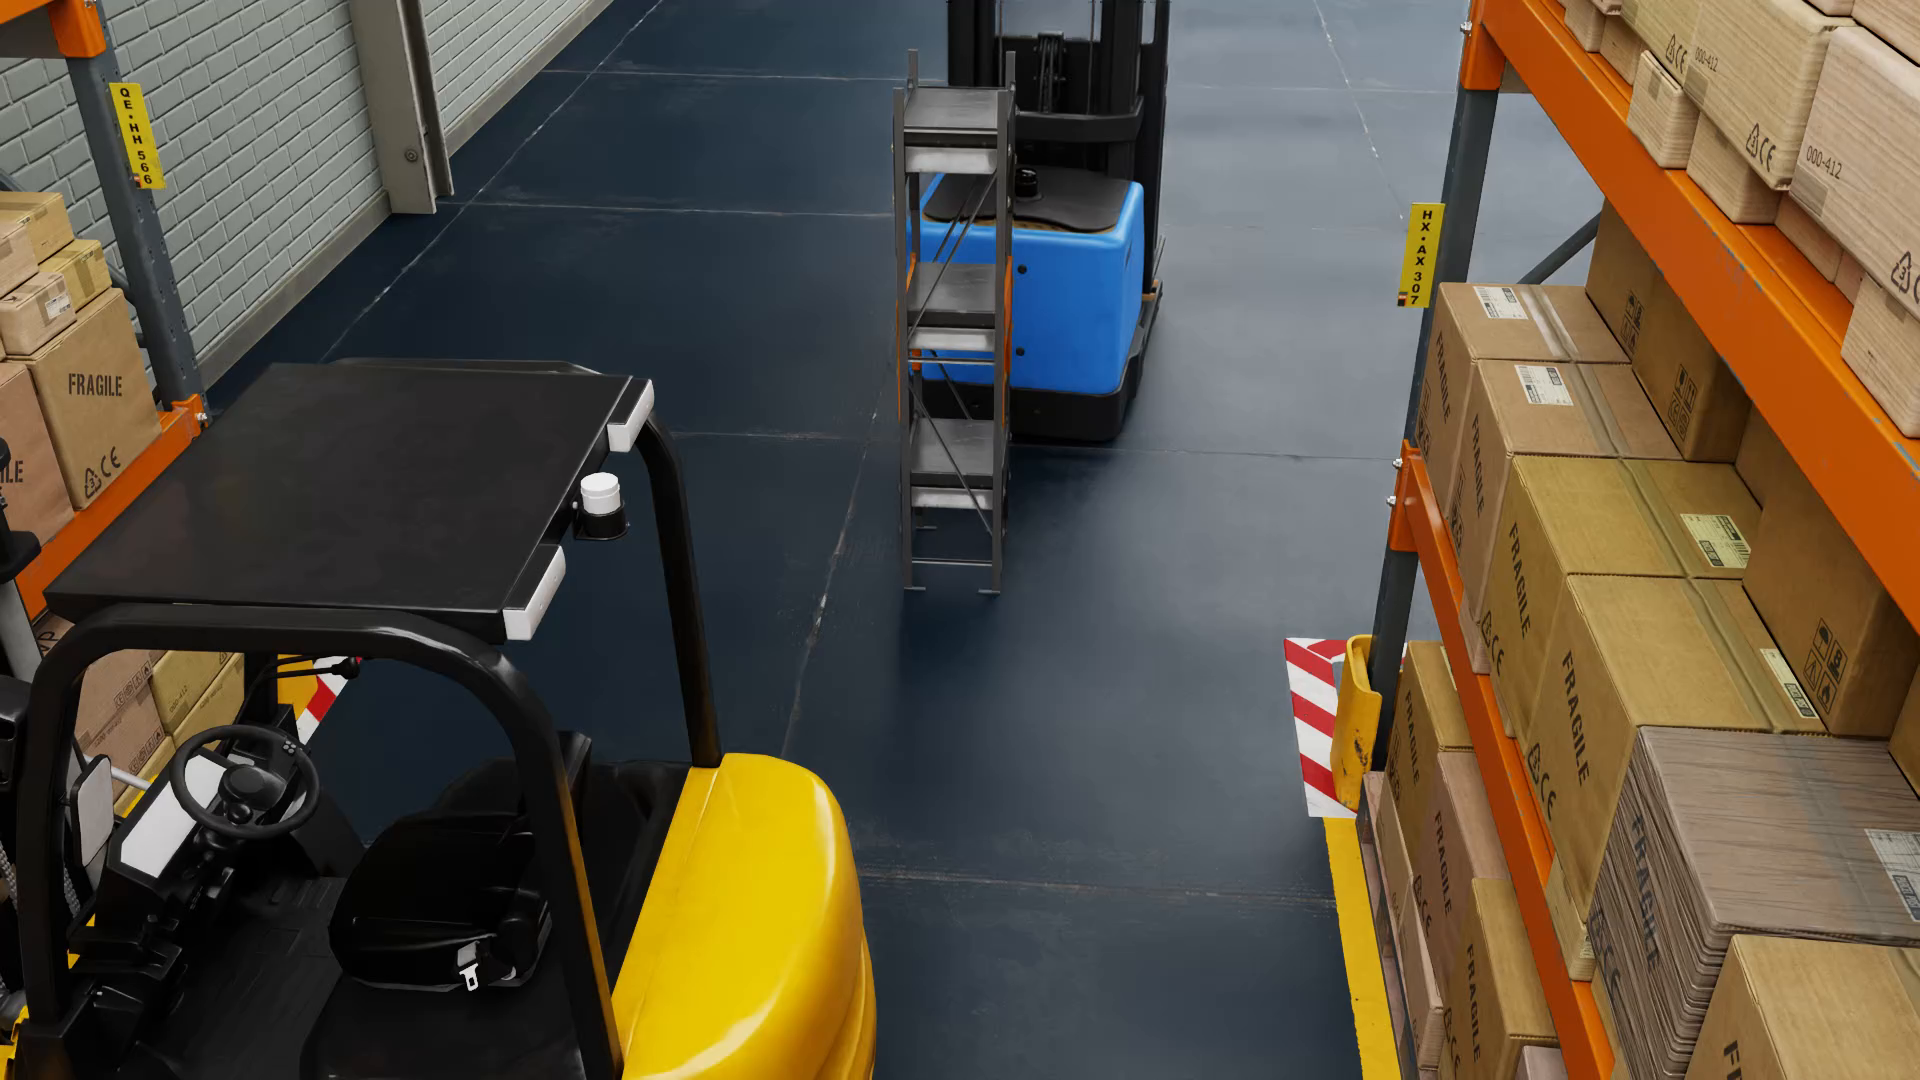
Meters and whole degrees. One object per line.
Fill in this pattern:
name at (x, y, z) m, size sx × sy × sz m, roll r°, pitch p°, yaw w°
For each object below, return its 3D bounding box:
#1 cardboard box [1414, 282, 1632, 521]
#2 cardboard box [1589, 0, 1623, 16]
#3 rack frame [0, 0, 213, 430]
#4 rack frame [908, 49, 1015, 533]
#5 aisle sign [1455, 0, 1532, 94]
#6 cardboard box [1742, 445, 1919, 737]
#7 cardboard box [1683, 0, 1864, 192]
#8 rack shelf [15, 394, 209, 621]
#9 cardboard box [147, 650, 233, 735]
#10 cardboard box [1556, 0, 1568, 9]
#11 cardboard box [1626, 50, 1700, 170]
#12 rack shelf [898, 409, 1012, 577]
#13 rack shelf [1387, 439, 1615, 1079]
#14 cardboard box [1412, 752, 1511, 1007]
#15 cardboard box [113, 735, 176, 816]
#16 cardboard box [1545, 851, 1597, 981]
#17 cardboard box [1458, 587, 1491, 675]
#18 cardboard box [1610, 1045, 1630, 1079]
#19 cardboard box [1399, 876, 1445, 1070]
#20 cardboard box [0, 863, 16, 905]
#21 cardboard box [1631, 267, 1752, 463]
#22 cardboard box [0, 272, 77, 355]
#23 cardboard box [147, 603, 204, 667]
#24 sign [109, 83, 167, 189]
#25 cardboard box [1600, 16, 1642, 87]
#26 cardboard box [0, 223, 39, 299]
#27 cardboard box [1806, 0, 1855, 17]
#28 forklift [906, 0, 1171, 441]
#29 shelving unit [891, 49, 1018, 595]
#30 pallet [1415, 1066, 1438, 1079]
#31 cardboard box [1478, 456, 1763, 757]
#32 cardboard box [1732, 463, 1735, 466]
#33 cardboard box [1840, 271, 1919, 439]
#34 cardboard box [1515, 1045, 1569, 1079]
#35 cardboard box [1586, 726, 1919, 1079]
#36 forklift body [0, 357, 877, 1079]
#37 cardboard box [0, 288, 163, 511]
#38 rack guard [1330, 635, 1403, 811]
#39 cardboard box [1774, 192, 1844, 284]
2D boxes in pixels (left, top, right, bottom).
cardboard box at (1.595, -0.384, 4.635) m, size 0.500 × 0.500 × 0.500 m, roll 2°, pitch 32°, yaw 3°
cardboard box at (1.553, -1.276, 3.461) m, size 0.500 × 0.250 × 0.500 m, roll 2°, pitch 32°, yaw 3°
rack frame at (-3.038, -0.661, 5.463) m, size 1.000 × 3.000 × 0.127 m, roll 2°, pitch 32°, yaw 4°
rack frame at (0.006, -0.935, 6.766) m, size 0.400 × 2.100 × 0.015 m, roll 2°, pitch 32°, yaw 4°
aisle sign at (1.606, -1.603, 4.514) m, size 0.394 × 0.787 × 0.004 m, roll 2°, pitch 32°, yaw 4°
cardboard box at (1.919, 0.021, 3.024) m, size 0.700 × 0.500 × 0.500 m, roll 2°, pitch 32°, yaw 4°
cardboard box at (1.474, -0.738, 2.588) m, size 0.500 × 0.250 × 0.500 m, roll 3°, pitch 32°, yaw 5°
rack shelf at (-3.200, 0.692, 3.955) m, size 1.077 × 0.370 × 4.000 m, roll 2°, pitch 32°, yaw 4°
cardboard box at (-2.766, 0.386, 5.508) m, size 0.500 × 0.250 × 0.500 m, roll 2°, pitch 32°, yaw 3°
cardboard box at (1.627, -1.320, 3.913) m, size 0.380 × 0.149 × 0.250 m, roll 1°, pitch 32°, yaw 2°
cardboard box at (1.458, -0.785, 3.045) m, size 0.380 × 0.149 × 0.250 m, roll 3°, pitch 32°, yaw 5°
rack shelf at (-0.013, -0.200, 6.933) m, size 0.431 × 0.518 × 0.480 m, roll 2°, pitch 32°, yaw 4°
rack shelf at (1.747, 0.902, 3.614) m, size 1.077 × 0.370 × 4.000 m, roll 2°, pitch 32°, yaw 4°
cardboard box at (1.529, 0.918, 4.407) m, size 0.500 × 0.500 × 0.500 m, roll 1°, pitch 32°, yaw 2°
cardboard box at (-2.811, 0.850, 5.232) m, size 0.500 × 0.250 × 0.500 m, roll 2°, pitch 32°, yaw 4°
cardboard box at (1.422, 0.767, 3.386) m, size 0.380 × 0.149 × 0.250 m, roll 3°, pitch 32°, yaw 4°
cardboard box at (1.501, 0.224, 4.267) m, size 0.380 × 0.149 × 0.250 m, roll 3°, pitch 32°, yaw 5°
cardboard box at (1.386, 1.036, 2.950) m, size 0.380 × 0.149 × 0.250 m, roll 2°, pitch 32°, yaw 3°
cardboard box at (1.520, 1.218, 4.635) m, size 0.500 × 0.250 × 0.500 m, roll 4°, pitch 32°, yaw 6°
cardboard box at (-2.838, 0.919, 4.644) m, size 0.500 × 0.250 × 0.500 m, roll 2°, pitch 32°, yaw 3°
cardboard box at (2.037, -0.505, 3.878) m, size 0.700 × 0.500 × 0.500 m, roll 3°, pitch 32°, yaw 4°
cardboard box at (-2.778, -0.651, 4.734) m, size 0.380 × 0.149 × 0.250 m, roll 3°, pitch 32°, yaw 5°
cardboard box at (-2.764, 0.160, 5.399) m, size 0.500 × 0.250 × 0.500 m, roll 3°, pitch 32°, yaw 6°
sign at (-2.498, -1.224, 5.047) m, size 0.100 × 0.325 × 0.005 m, roll 2°, pitch 32°, yaw 4°
cardboard box at (1.576, -1.052, 3.479) m, size 0.380 × 0.149 × 0.250 m, roll 2°, pitch 32°, yaw 4°
cardboard box at (-2.846, -0.779, 4.658) m, size 0.380 × 0.149 × 0.250 m, roll 3°, pitch 32°, yaw 4°
cardboard box at (1.424, -0.858, 2.404) m, size 0.380 × 0.149 × 0.250 m, roll 3°, pitch 32°, yaw 5°
forklift at (0.530, -2.479, 8.479) m, size 1.130 × 2.935 × 3.031 m, roll 6°, pitch 32°, yaw 10°
shelving unit at (-0.013, -0.807, 6.559) m, size 0.431 × 2.100 × 0.503 m, roll 2°, pitch 32°, yaw 4°
pallet at (1.700, 1.836, 4.070) m, size 1.003 × 0.211 × 1.213 m, roll 2°, pitch 32°, yaw 4°
cardboard box at (1.516, 0.154, 3.763) m, size 0.500 × 0.500 × 0.500 m, roll 2°, pitch 32°, yaw 3°
cardboard box at (2.095, -0.062, 4.113) m, size 0.500 × 0.500 × 0.500 m, roll 3°, pitch 32°, yaw 4°
cardboard box at (1.404, -0.244, 2.168) m, size 0.380 × 0.149 × 0.250 m, roll 3°, pitch 32°, yaw 5°
cardboard box at (1.445, 1.460, 3.528) m, size 0.500 × 0.500 × 0.500 m, roll 4°, pitch 32°, yaw 7°
cardboard box at (1.445, 0.688, 2.896) m, size 0.500 × 0.500 × 0.500 m, roll 3°, pitch 32°, yaw 5°
forklift body at (-1.374, 0.770, 3.950) m, size 2.313 × 2.155 × 1.214 m, roll 2°, pitch 32°, yaw 4°
cardboard box at (-2.816, -0.435, 5.001) m, size 0.500 × 0.500 × 0.500 m, roll 2°, pitch 32°, yaw 3°
rack guard at (1.904, 0.653, 5.713) m, size 1.175 × 0.500 × 0.348 m, roll 2°, pitch 32°, yaw 4°
cardboard box at (1.527, -0.511, 2.601) m, size 0.380 × 0.149 × 0.250 m, roll 2°, pitch 32°, yaw 4°
